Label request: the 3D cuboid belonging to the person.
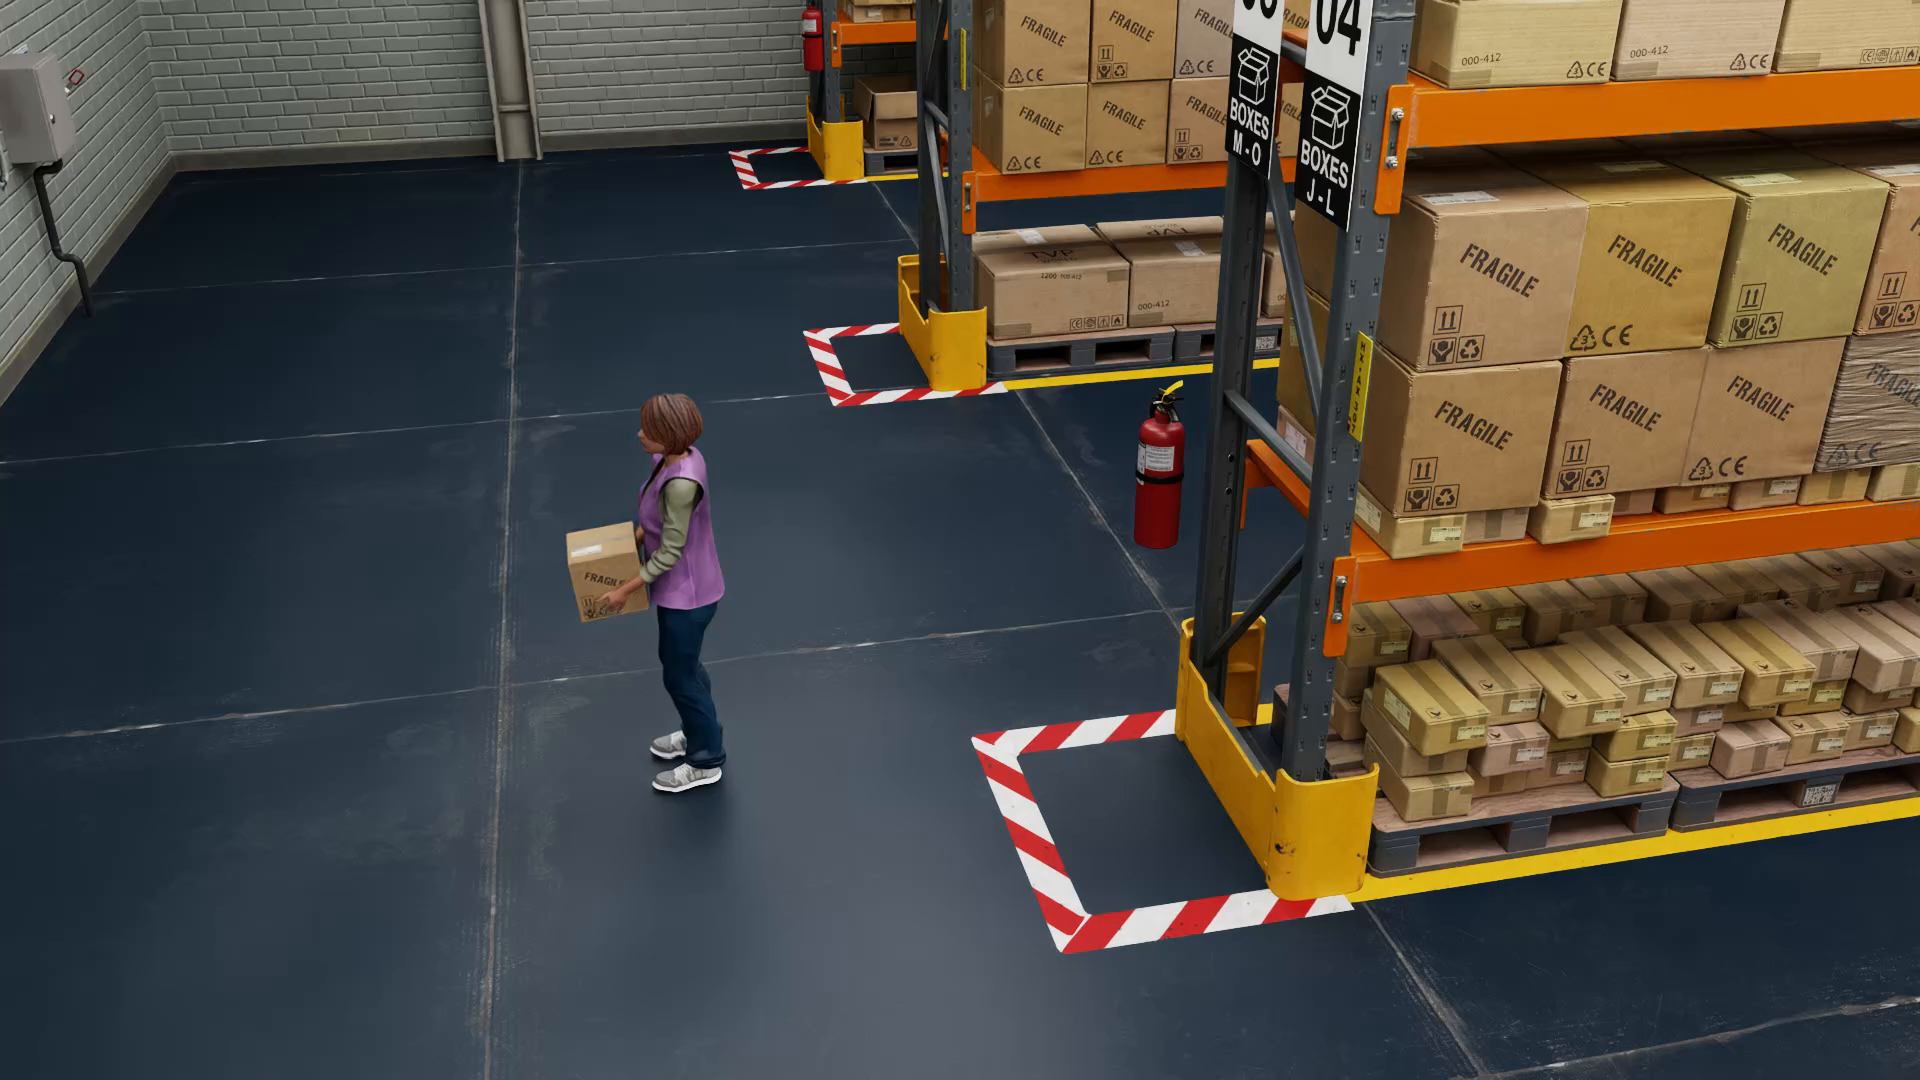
[{"bbox_3d":[-1.120,0.202,6.225,0.471,1.602,0.438,-6,28,-12],"label":"person"}]
